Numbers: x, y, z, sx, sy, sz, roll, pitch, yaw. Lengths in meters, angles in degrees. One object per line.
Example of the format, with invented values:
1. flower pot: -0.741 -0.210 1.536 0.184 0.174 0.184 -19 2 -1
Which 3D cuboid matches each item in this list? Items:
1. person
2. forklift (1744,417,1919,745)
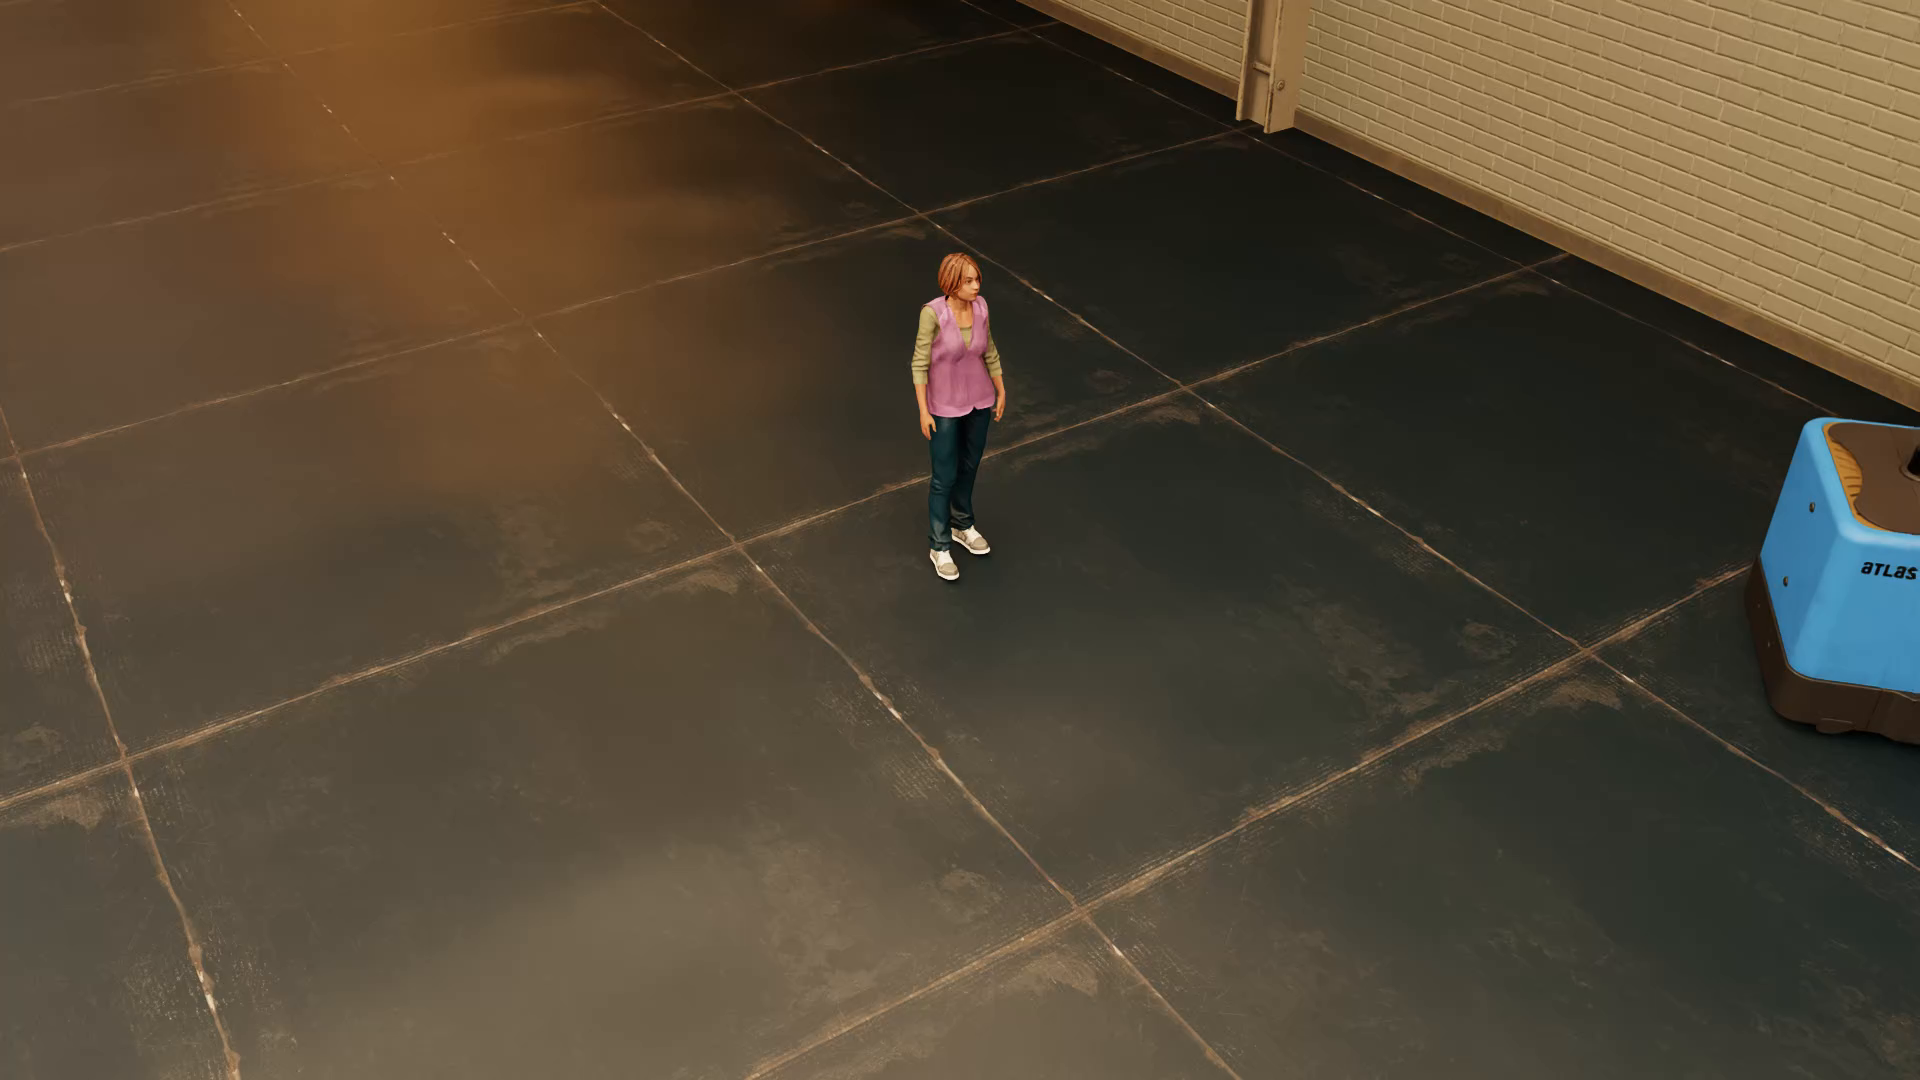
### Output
1. person: 0.029 -0.619 8.176 0.520 1.599 0.473 -21 40 -27
2. forklift: 5.234 -0.433 6.763 3.031 2.935 1.130 8 36 11
